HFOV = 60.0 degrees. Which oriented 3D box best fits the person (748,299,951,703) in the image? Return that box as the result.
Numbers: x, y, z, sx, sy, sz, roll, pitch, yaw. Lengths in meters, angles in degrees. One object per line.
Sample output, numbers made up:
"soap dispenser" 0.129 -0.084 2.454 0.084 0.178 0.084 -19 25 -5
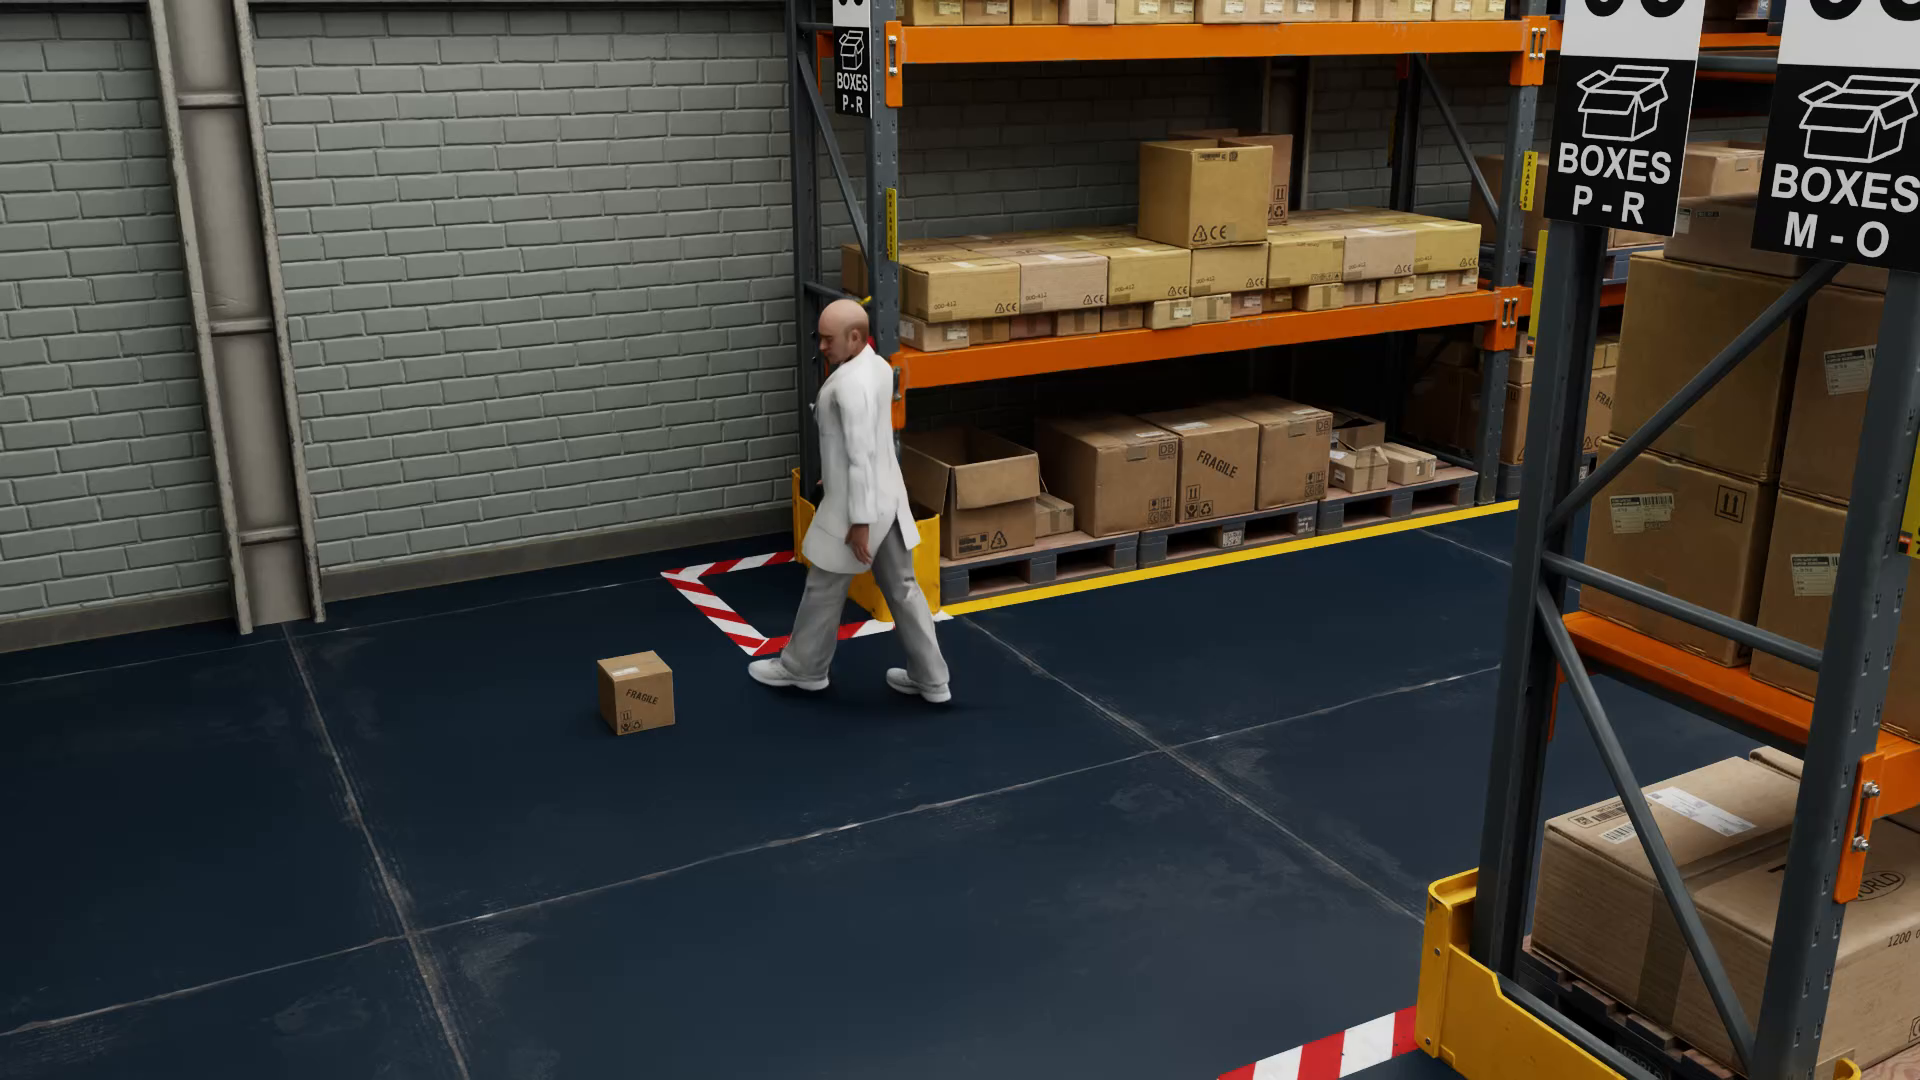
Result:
"person" -0.477 -0.171 7.048 0.938 1.738 0.700 6 19 18
